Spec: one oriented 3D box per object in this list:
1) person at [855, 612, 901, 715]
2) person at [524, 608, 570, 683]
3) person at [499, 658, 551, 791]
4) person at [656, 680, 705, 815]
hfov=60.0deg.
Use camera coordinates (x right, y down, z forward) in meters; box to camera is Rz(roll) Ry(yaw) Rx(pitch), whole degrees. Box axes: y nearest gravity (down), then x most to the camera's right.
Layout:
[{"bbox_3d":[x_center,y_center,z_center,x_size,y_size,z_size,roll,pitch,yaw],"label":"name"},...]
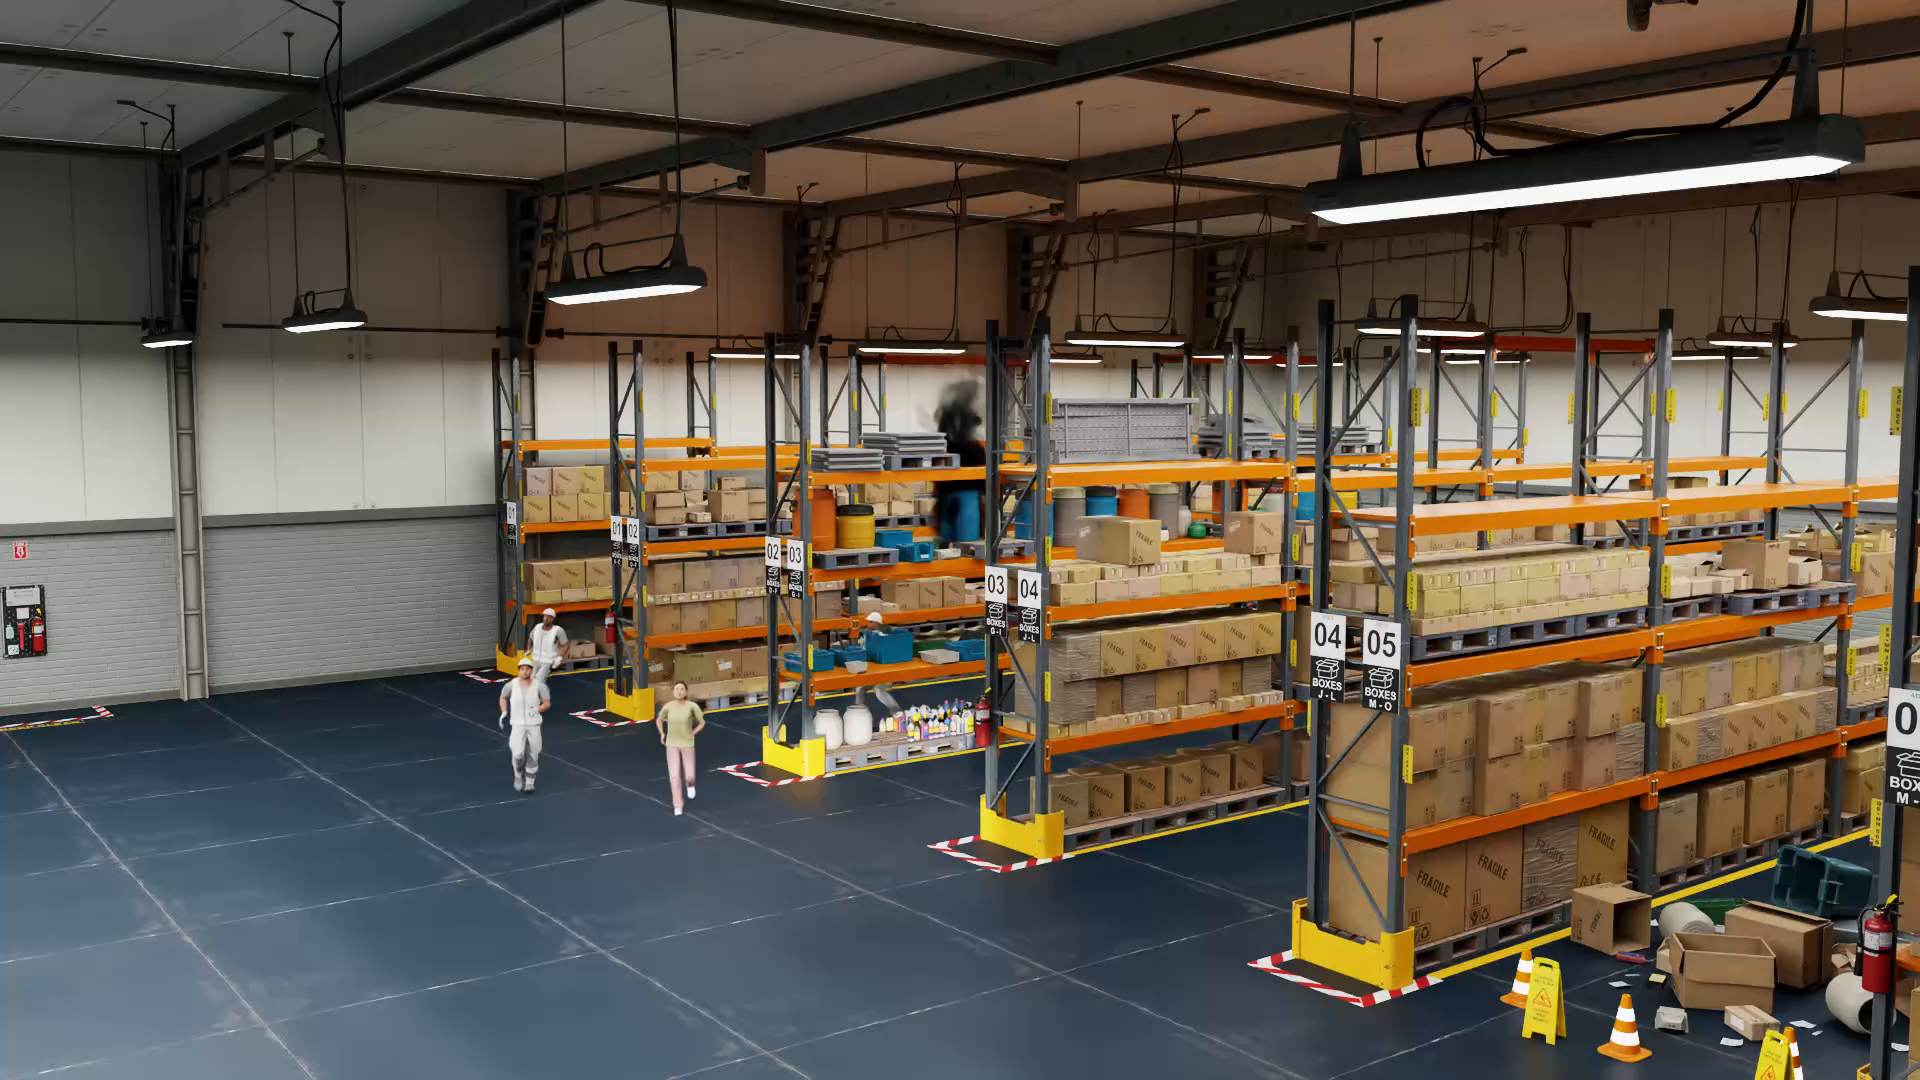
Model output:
[{"bbox_3d":[-1.345,2.001,25.682,0.946,1.776,0.649,-4,7,-40],"label":"person"},{"bbox_3d":[-6.682,1.954,26.835,0.733,1.715,0.717,1,5,14],"label":"person"},{"bbox_3d":[-5.600,2.395,21.415,0.652,1.746,0.640,-1,5,-13],"label":"person"},{"bbox_3d":[-3.466,2.545,20.617,0.609,1.627,0.705,0,5,-5],"label":"person"}]
